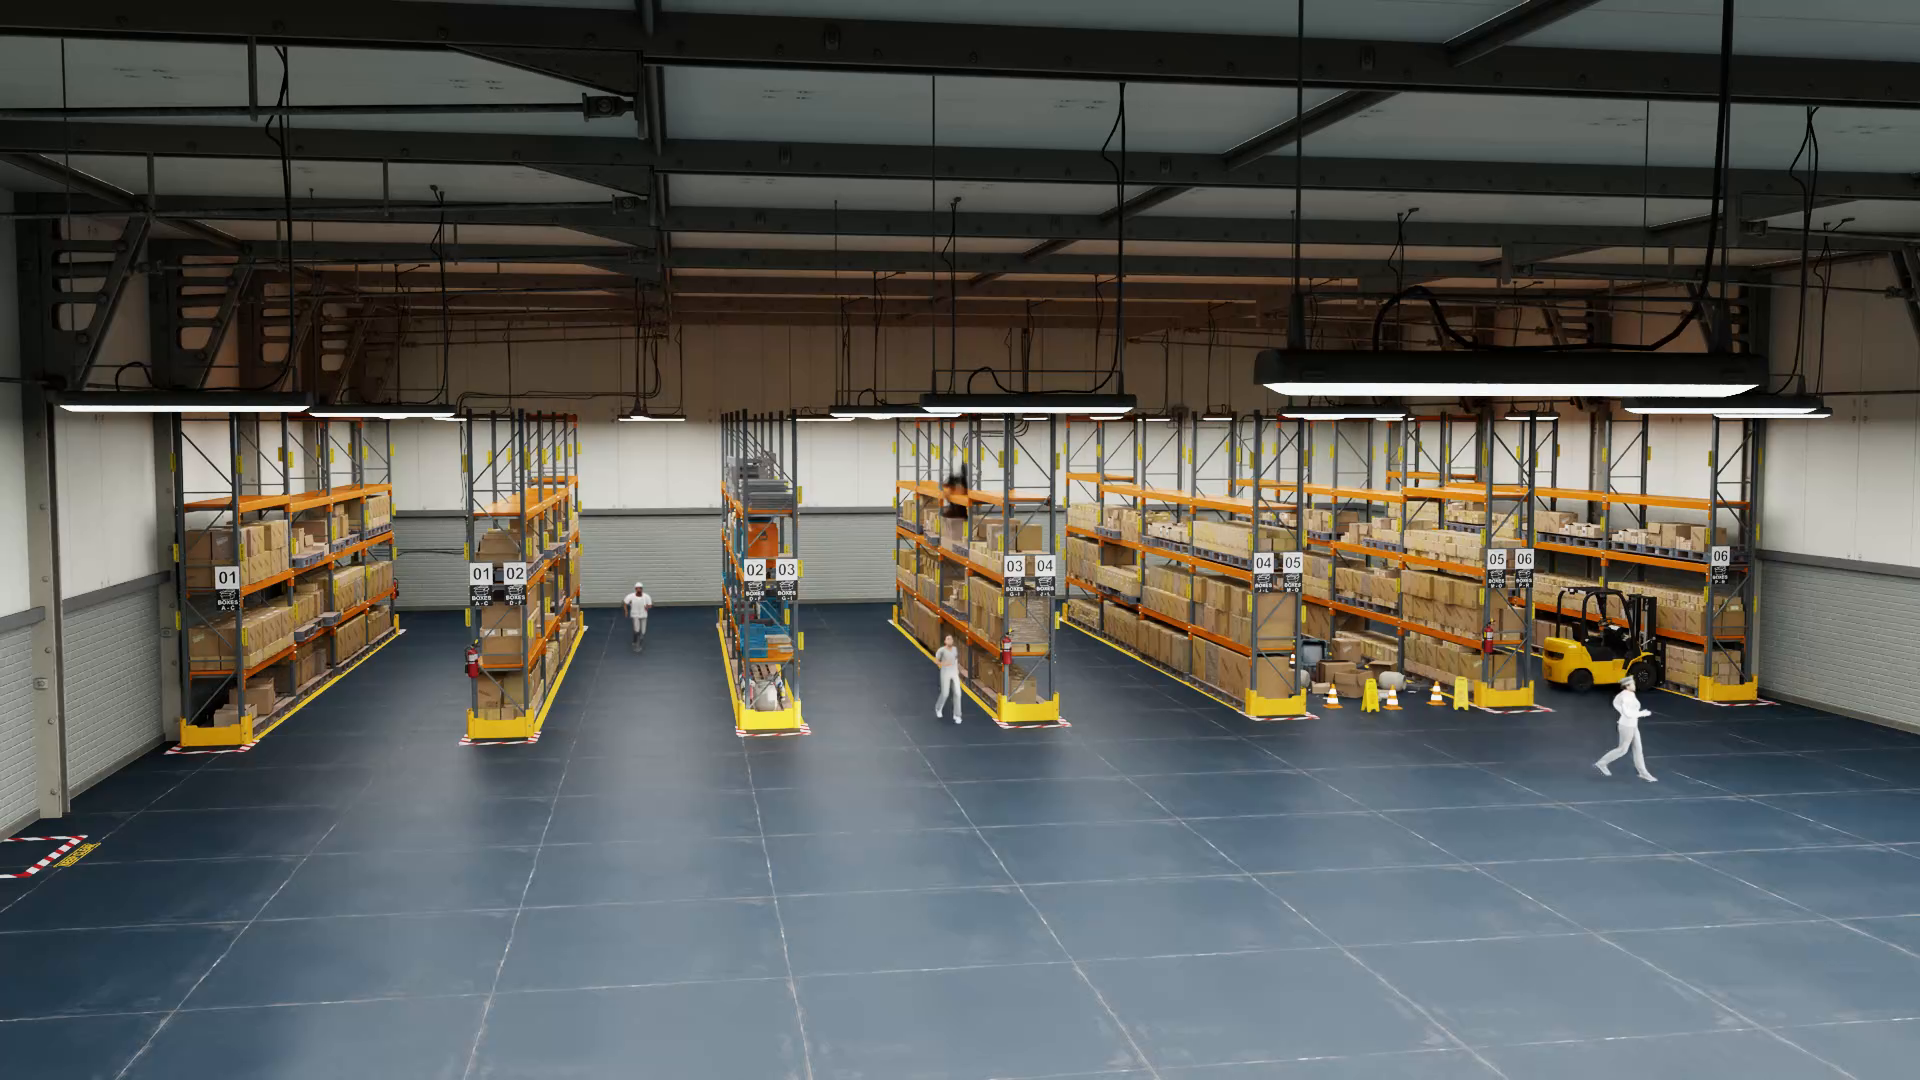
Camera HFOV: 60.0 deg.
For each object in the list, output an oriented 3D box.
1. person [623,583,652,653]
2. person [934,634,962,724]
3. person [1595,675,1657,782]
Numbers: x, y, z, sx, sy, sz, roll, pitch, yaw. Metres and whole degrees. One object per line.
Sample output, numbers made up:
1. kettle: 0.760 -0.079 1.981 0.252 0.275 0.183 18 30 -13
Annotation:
1. person: -8.023 1.946 41.559 0.676 1.769 0.698 -2 4 -24
2. person: -0.234 2.650 32.041 0.572 1.708 0.822 -2 4 -25
3. person: 10.675 3.001 26.602 0.920 1.698 0.612 2 4 26
